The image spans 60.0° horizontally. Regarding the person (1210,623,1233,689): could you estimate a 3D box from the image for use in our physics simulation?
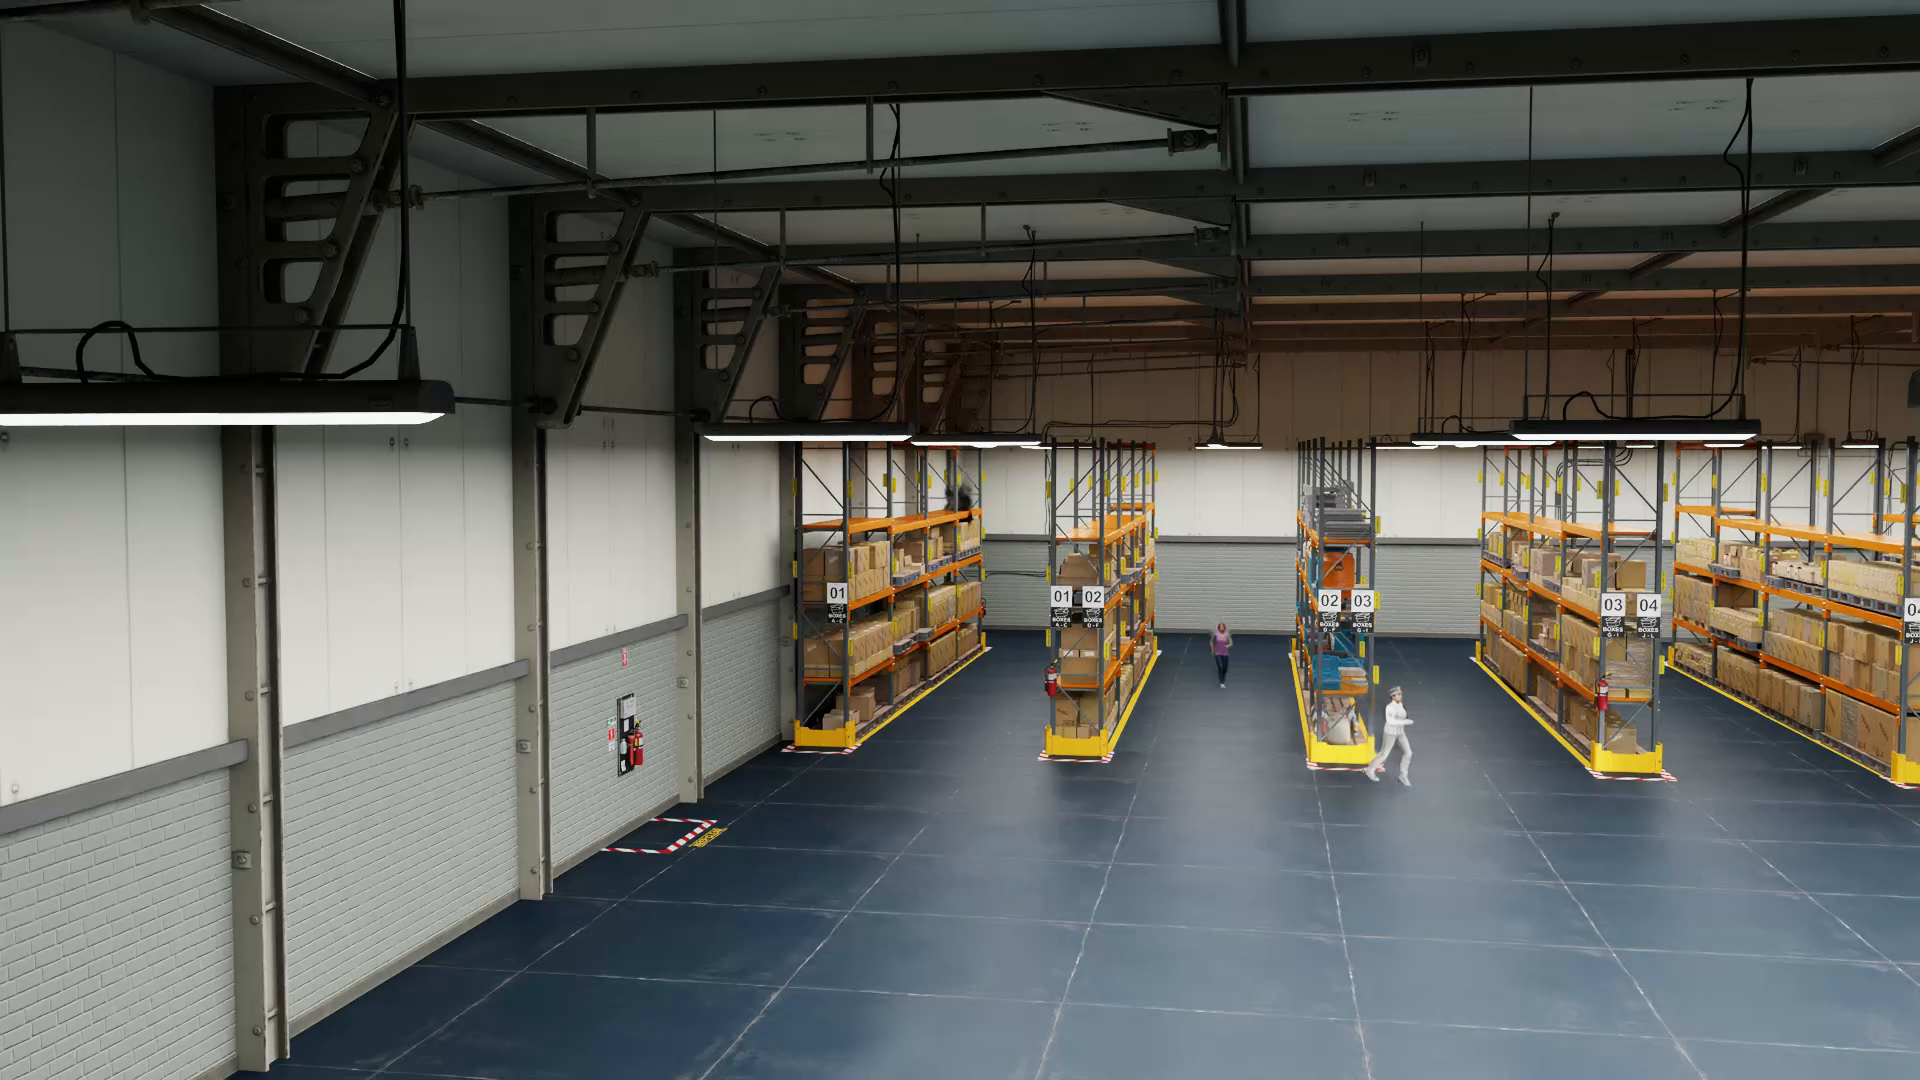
[{"bbox_3d":[6.347,2.785,40.365,0.538,1.576,0.804,0,3,2],"label":"person"}]

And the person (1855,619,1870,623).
[{"bbox_3d":[24.556,2.442,45.160,1.000,1.741,0.756,3,4,44],"label":"person"}]

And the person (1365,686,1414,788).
[{"bbox_3d":[7.432,3.368,28.598,0.624,1.737,0.874,-3,4,-44],"label":"person"}]

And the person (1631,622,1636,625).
[{"bbox_3d":[17.721,2.531,44.196,0.762,1.786,0.694,2,3,27],"label":"person"}]
